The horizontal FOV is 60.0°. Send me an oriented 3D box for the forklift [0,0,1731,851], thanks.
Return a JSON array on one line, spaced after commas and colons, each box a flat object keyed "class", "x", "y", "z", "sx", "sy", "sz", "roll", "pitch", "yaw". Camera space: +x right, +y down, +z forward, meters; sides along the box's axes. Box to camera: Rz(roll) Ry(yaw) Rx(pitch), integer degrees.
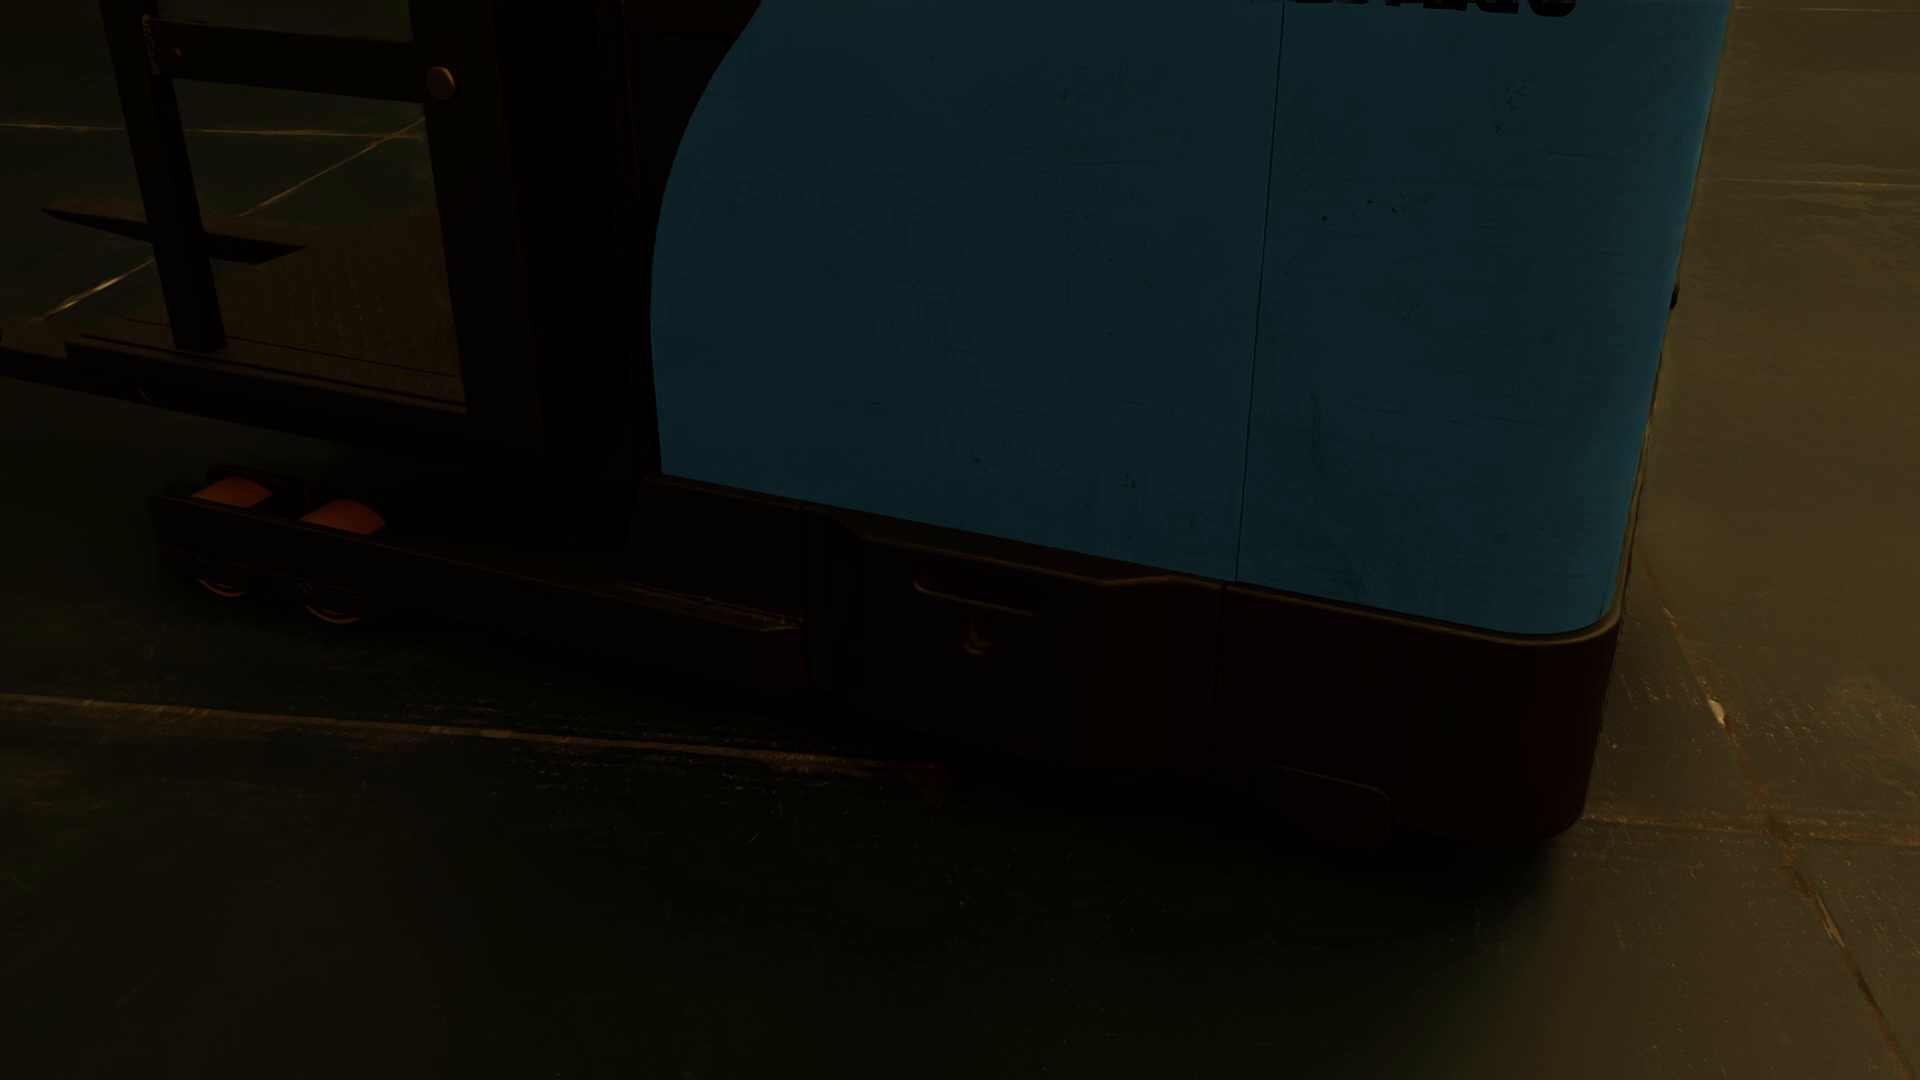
[{"class": "forklift", "x": -0.566, "y": -1.400, "z": 2.023, "sx": 3.031, "sy": 2.935, "sz": 1.130, "roll": 11, "pitch": 29, "yaw": 21}]
